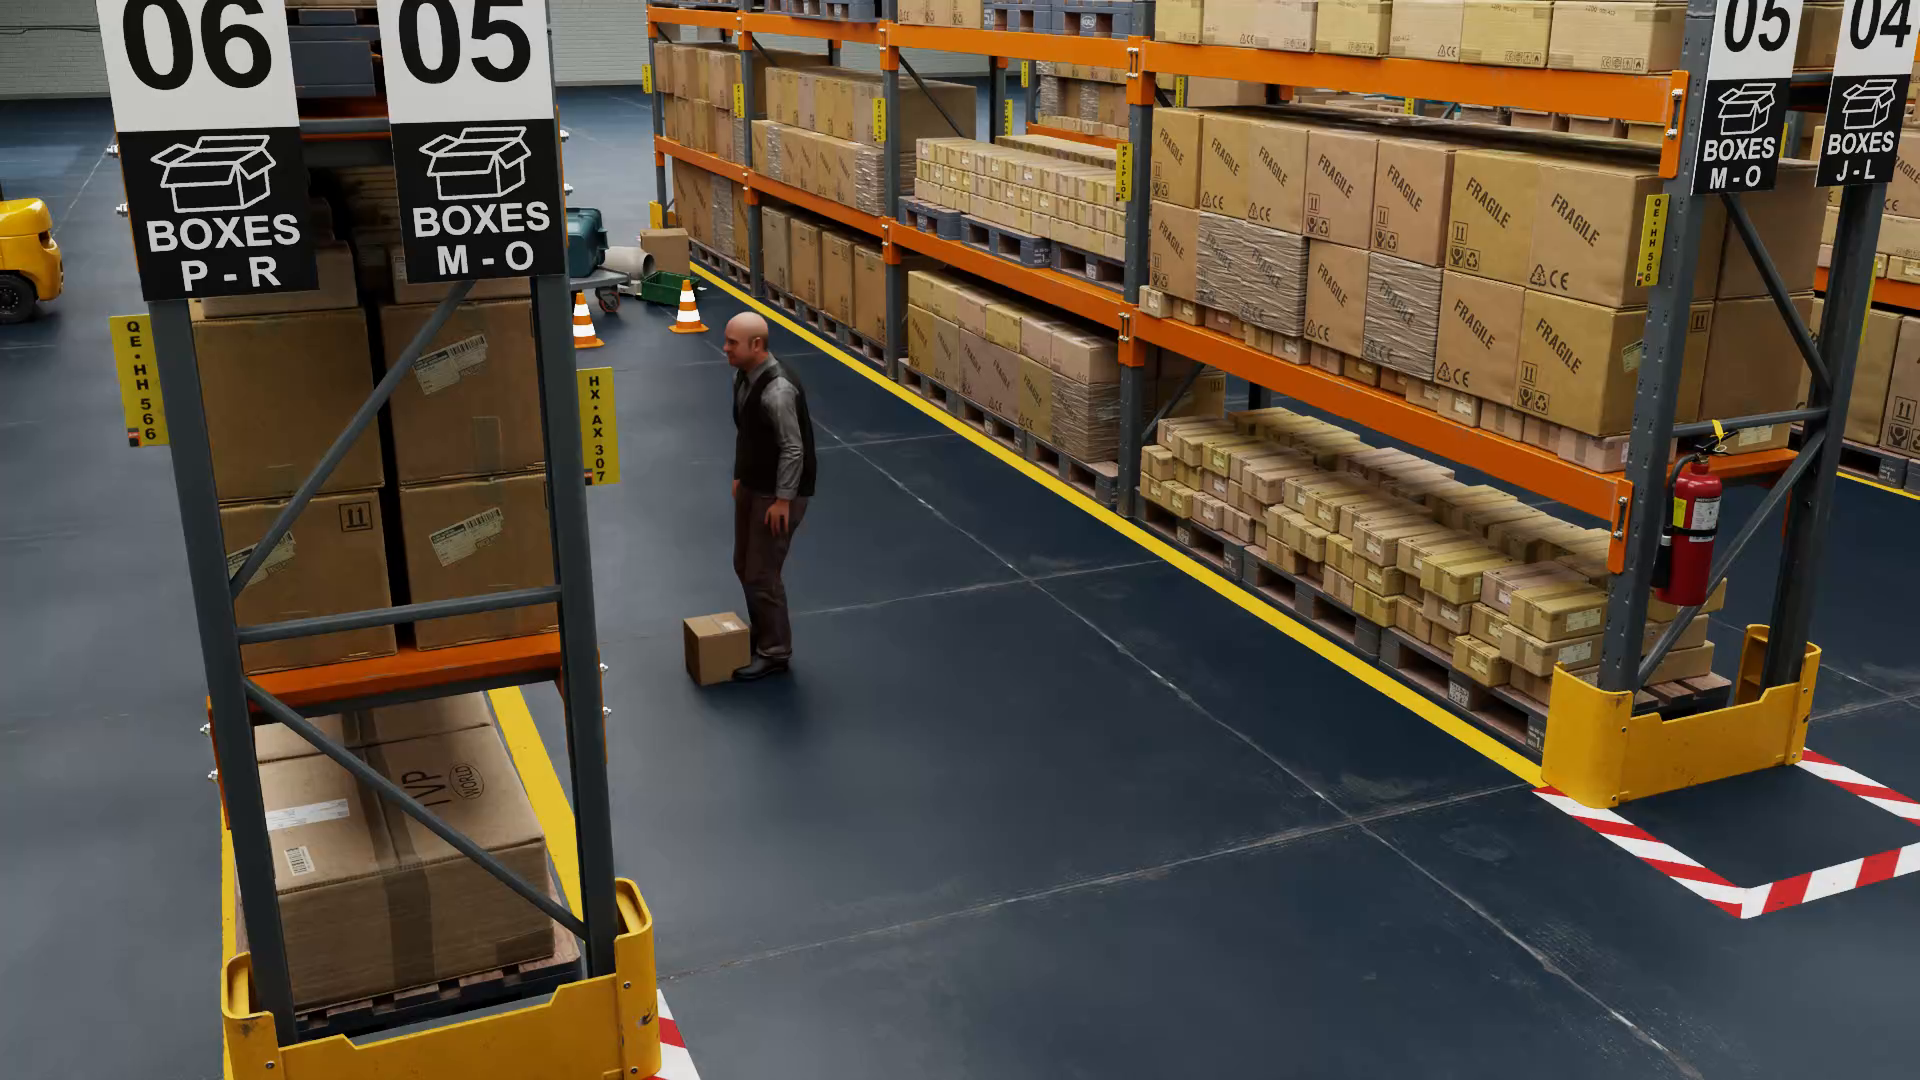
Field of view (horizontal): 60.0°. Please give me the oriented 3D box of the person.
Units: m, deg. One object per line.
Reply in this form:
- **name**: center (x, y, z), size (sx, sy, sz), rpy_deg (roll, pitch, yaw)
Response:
- **person**: center (-0.914, -0.217, 7.742), size (0.475, 1.719, 0.581), rpy_deg (-9, 21, -25)
